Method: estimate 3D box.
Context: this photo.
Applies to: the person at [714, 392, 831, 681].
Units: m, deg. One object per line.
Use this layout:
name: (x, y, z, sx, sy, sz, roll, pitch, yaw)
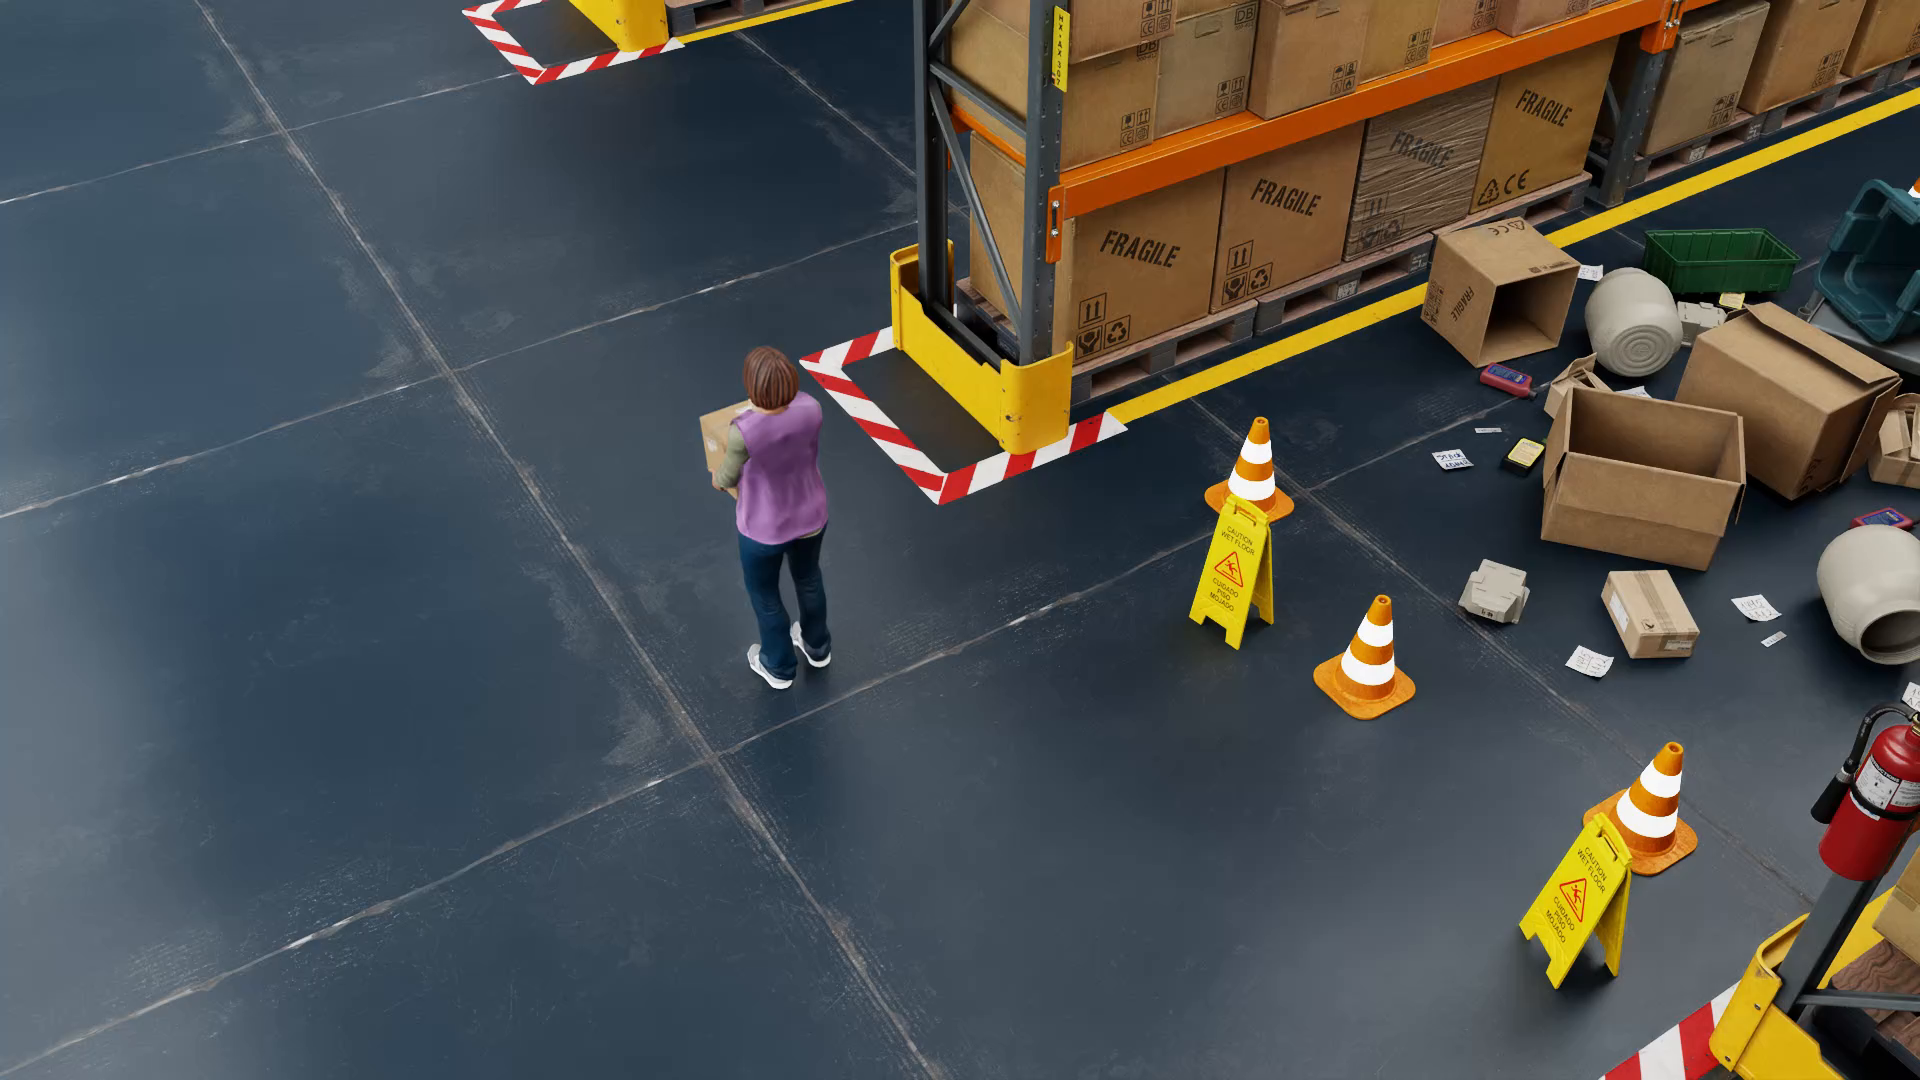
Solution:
person: (-0.671, -0.015, 6.306, 0.419, 1.303, 0.323, -23, 46, -24)
